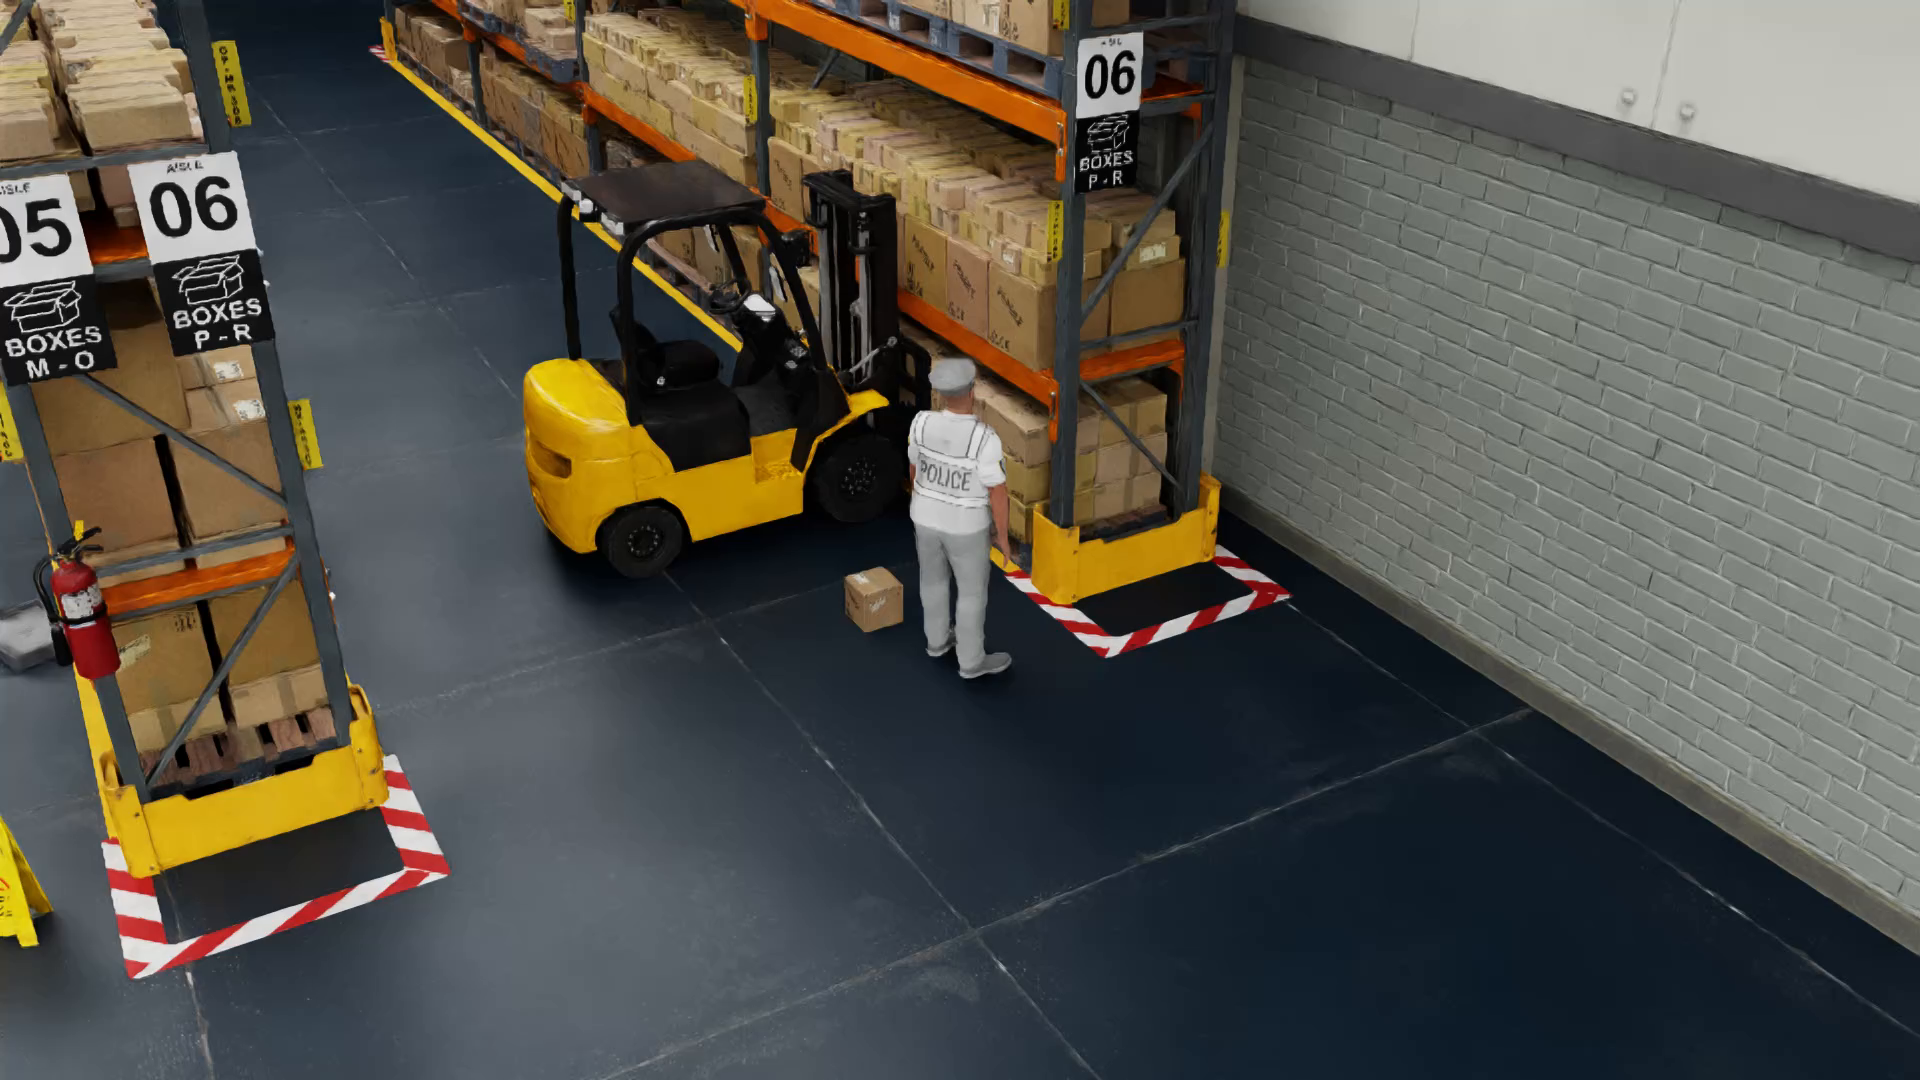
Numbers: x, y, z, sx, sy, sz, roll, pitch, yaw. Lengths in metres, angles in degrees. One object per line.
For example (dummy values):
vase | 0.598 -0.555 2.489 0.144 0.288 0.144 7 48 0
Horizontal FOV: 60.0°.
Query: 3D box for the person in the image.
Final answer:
person | 0.026 -0.113 8.700 0.596 1.776 0.501 13 31 22
